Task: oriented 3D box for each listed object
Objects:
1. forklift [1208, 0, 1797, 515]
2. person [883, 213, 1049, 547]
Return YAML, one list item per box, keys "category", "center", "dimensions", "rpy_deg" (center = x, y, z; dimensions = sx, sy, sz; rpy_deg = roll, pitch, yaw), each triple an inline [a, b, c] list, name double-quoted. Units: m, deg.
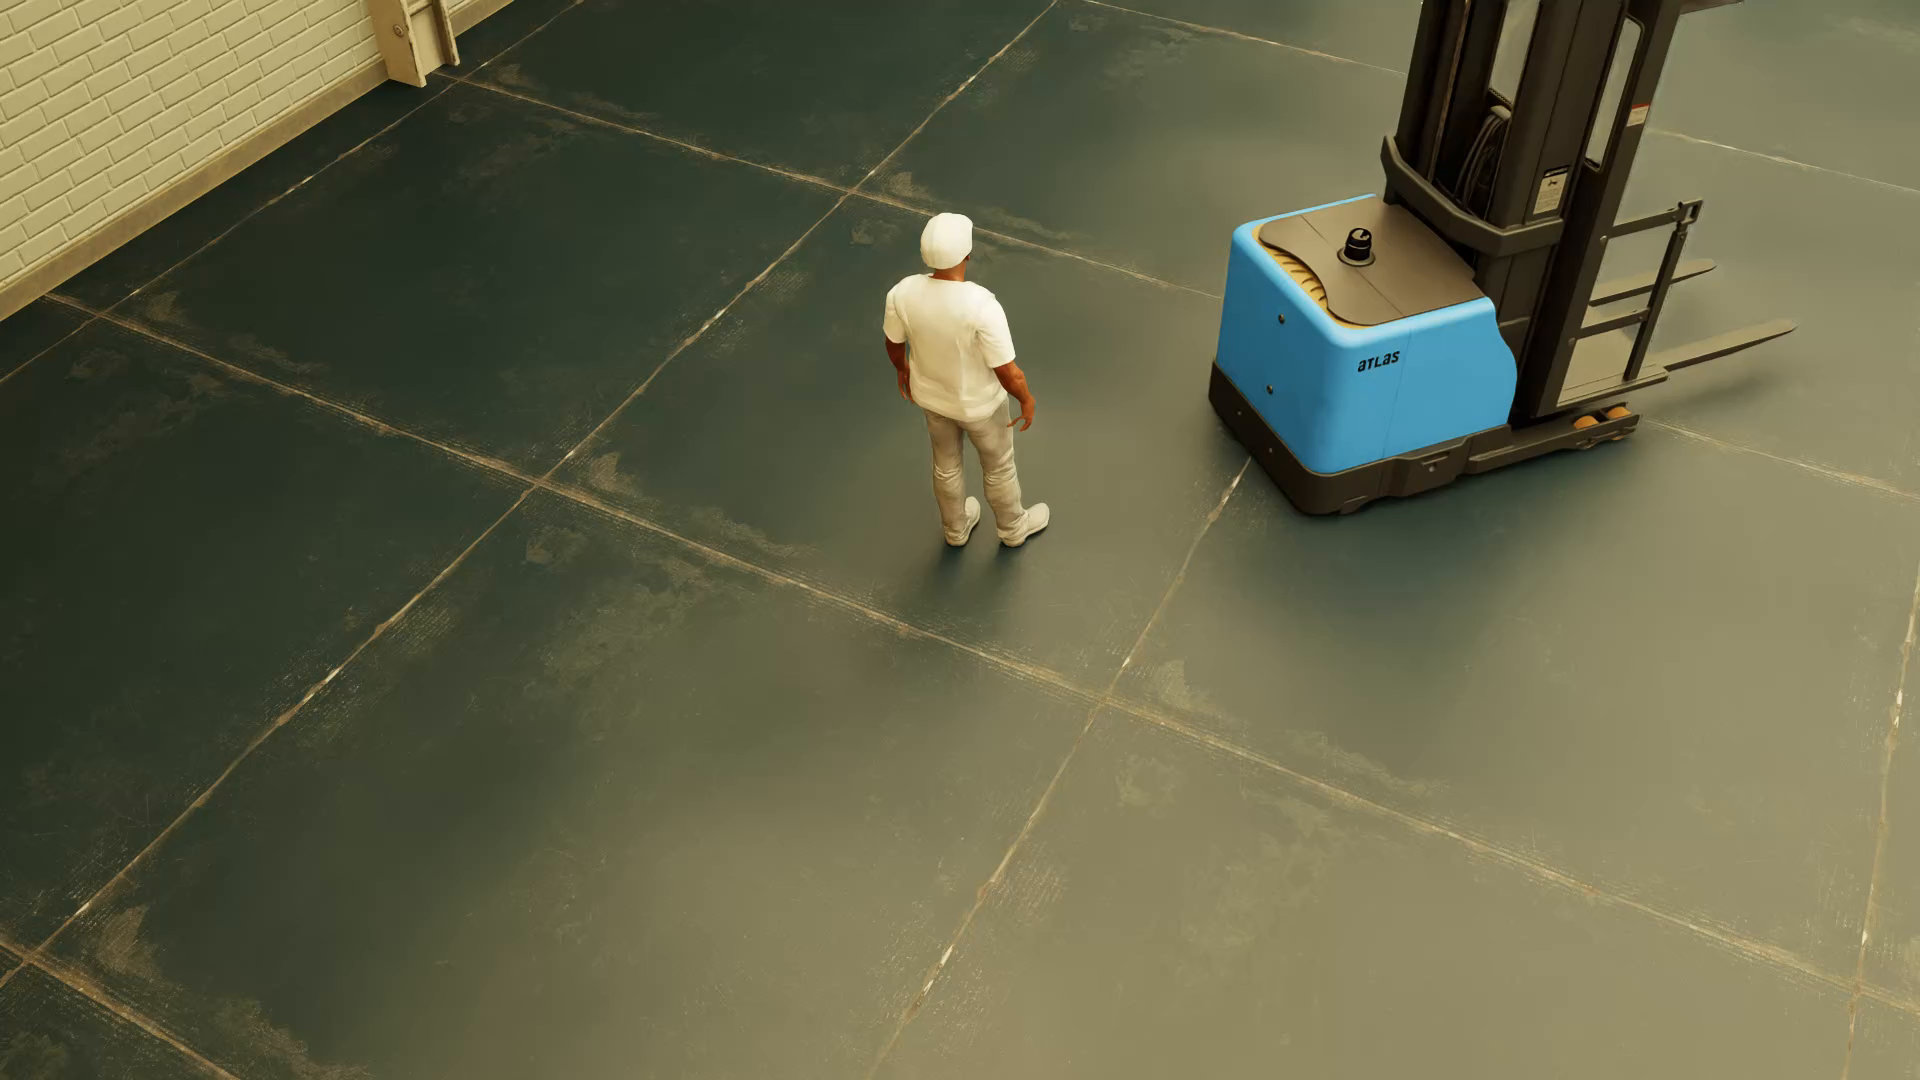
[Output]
- category: "forklift"
  center: [2.831, -1.837, 7.604]
  dimensions: [3.031, 2.935, 1.130]
  rpy_deg: [-16, 46, -16]
- category: "person"
  center: [0.037, -0.688, 7.223]
  dimensions: [0.666, 1.765, 0.577]
  rpy_deg: [20, 47, 20]
